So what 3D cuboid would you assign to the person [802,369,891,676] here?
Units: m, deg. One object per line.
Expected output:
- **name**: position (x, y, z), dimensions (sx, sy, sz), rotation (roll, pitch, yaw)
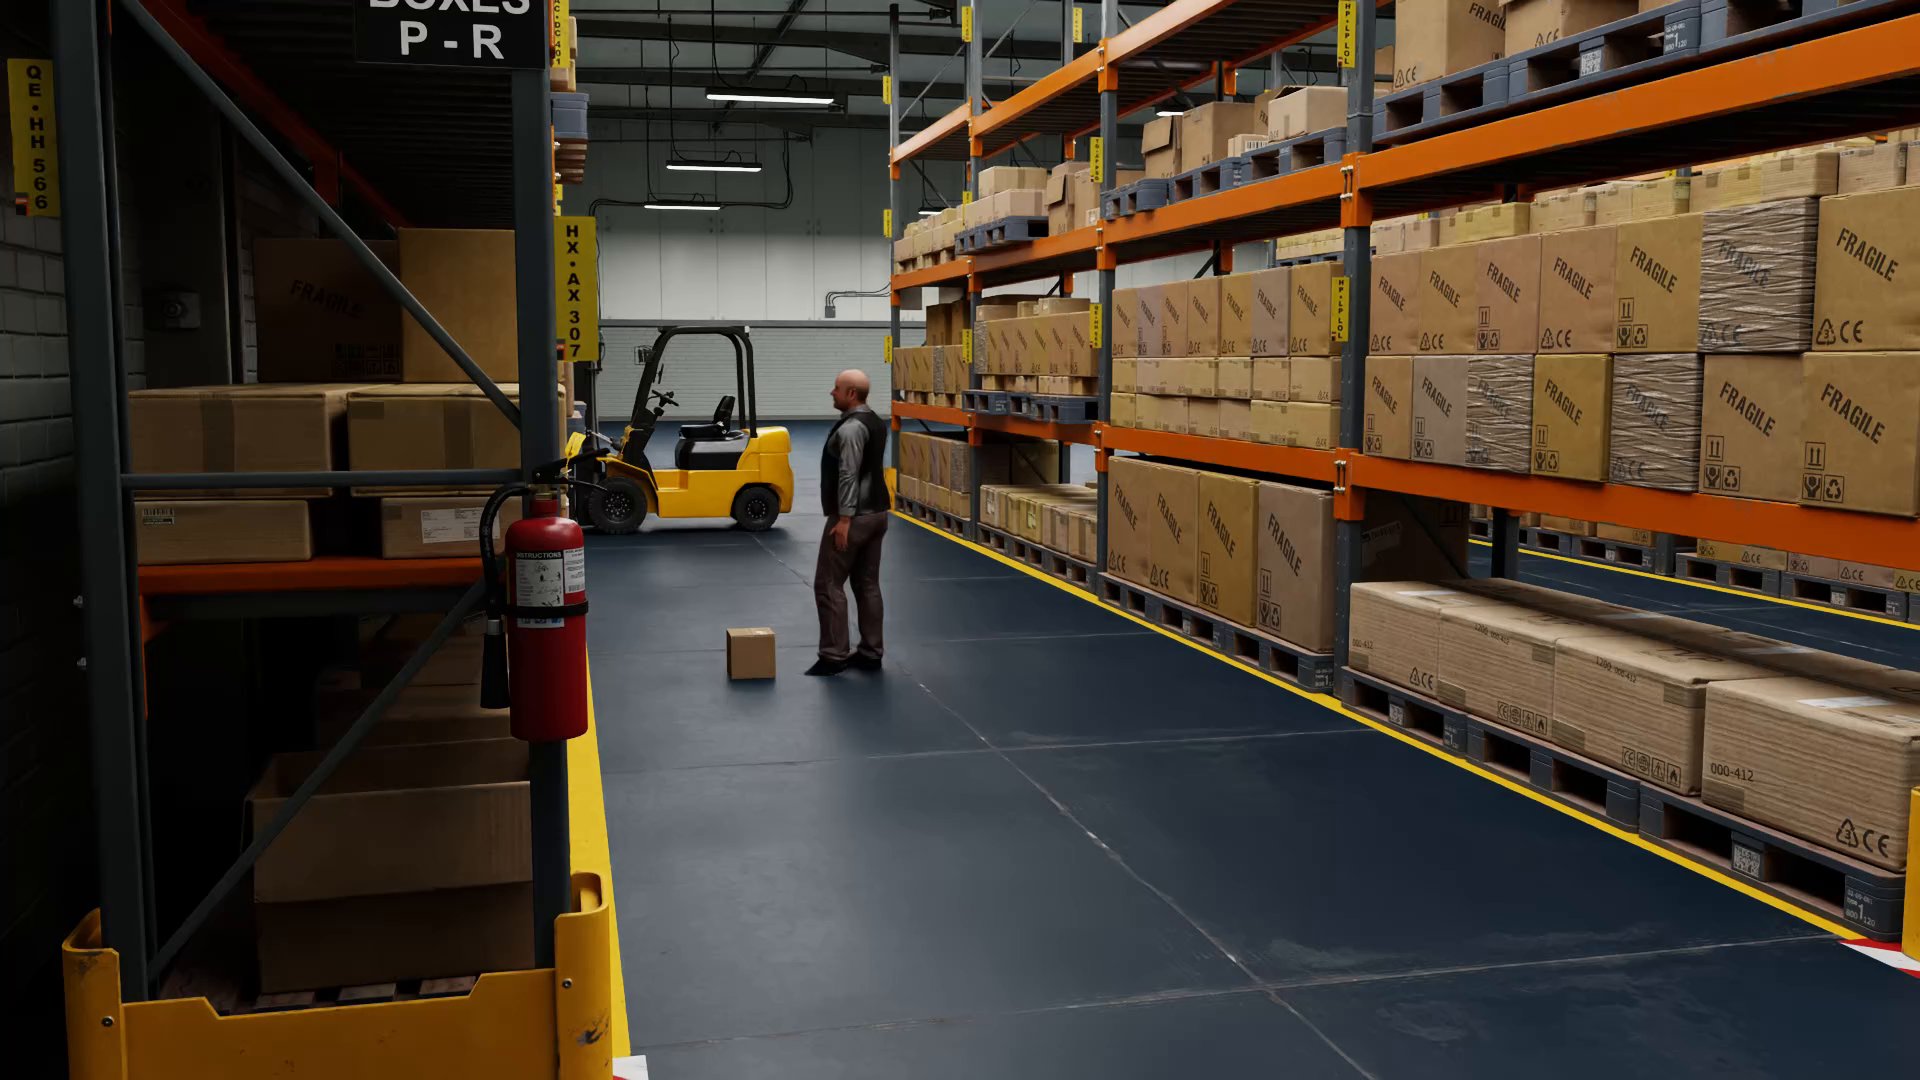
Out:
- **person**: position (-0.635, -0.084, 9.542), dimensions (0.454, 1.782, 0.599), rotation (2, 7, 21)
